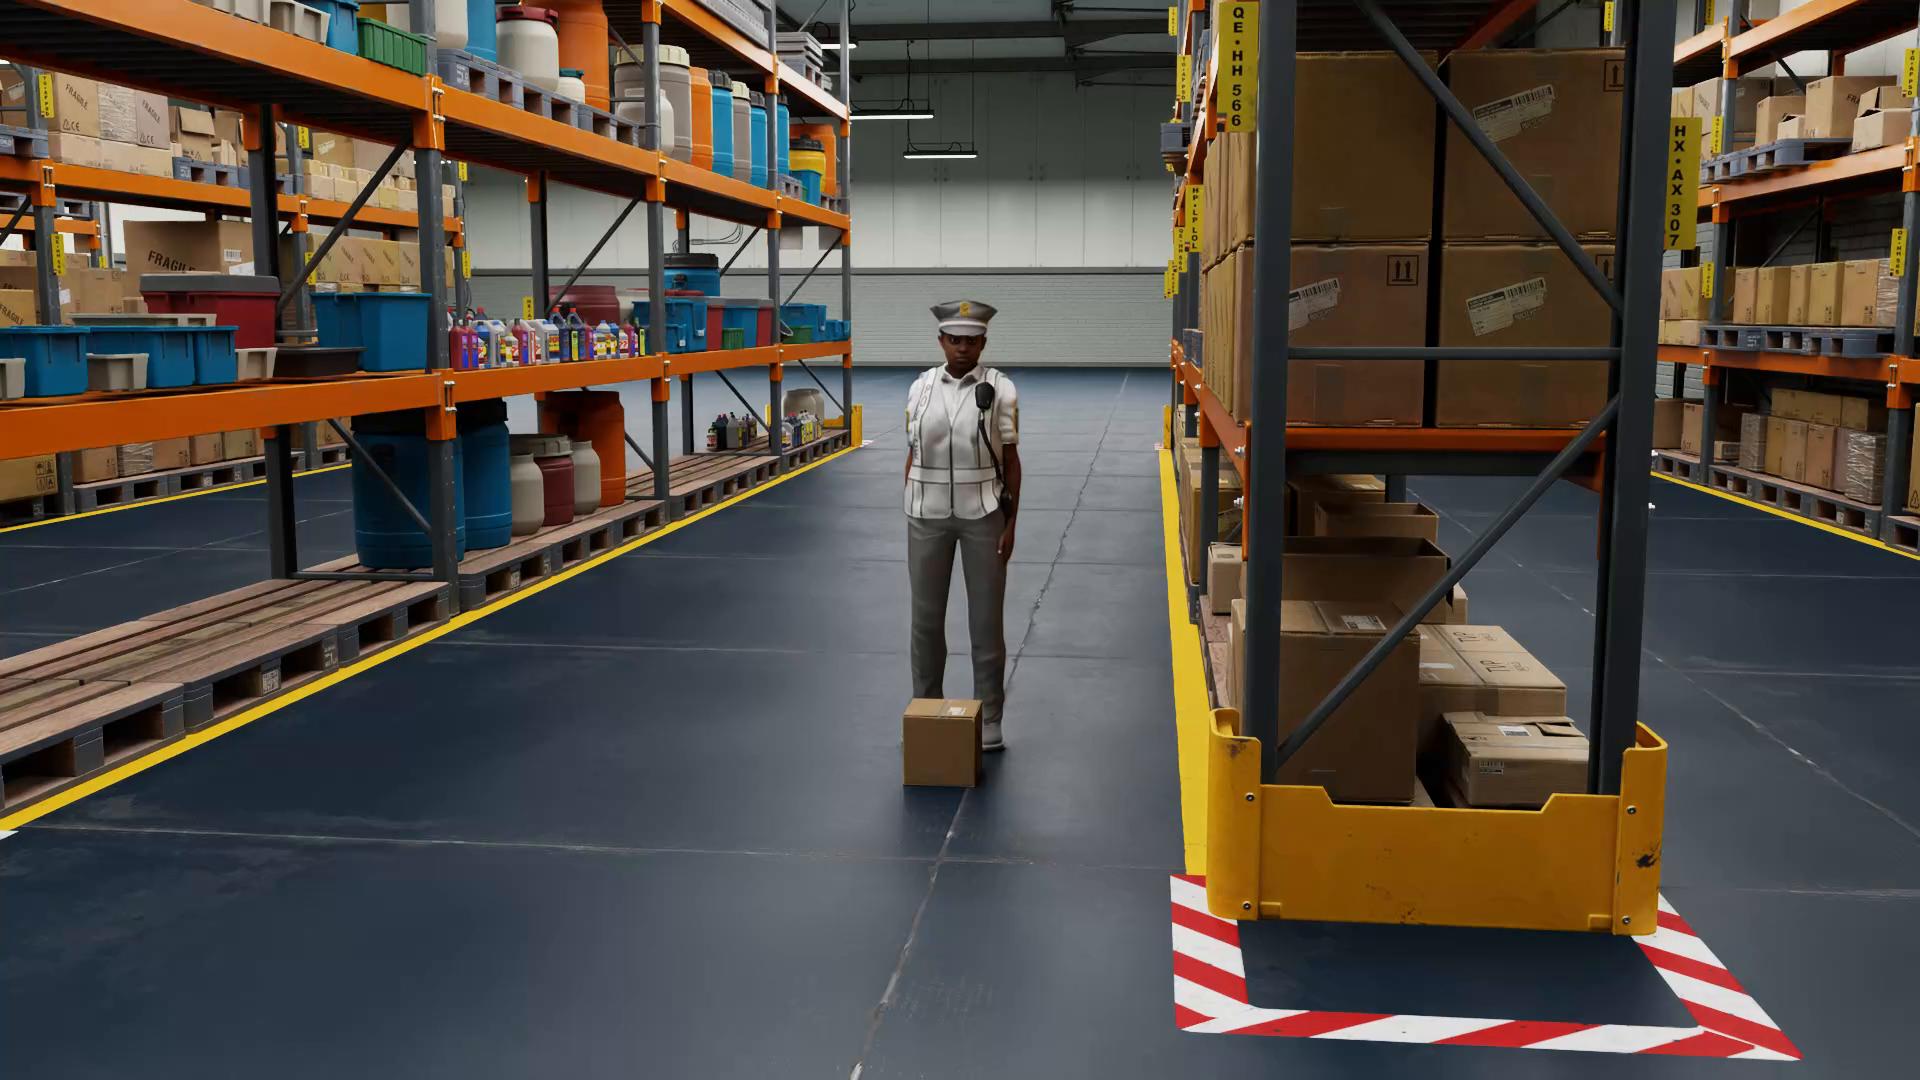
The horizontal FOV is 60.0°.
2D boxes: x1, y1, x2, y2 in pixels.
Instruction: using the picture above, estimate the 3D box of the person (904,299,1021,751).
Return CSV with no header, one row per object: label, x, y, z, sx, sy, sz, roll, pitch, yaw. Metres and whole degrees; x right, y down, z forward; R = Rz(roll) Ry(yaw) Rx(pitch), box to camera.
person,0.007,-0.054,6.186,0.437,1.668,0.341,1,8,8
